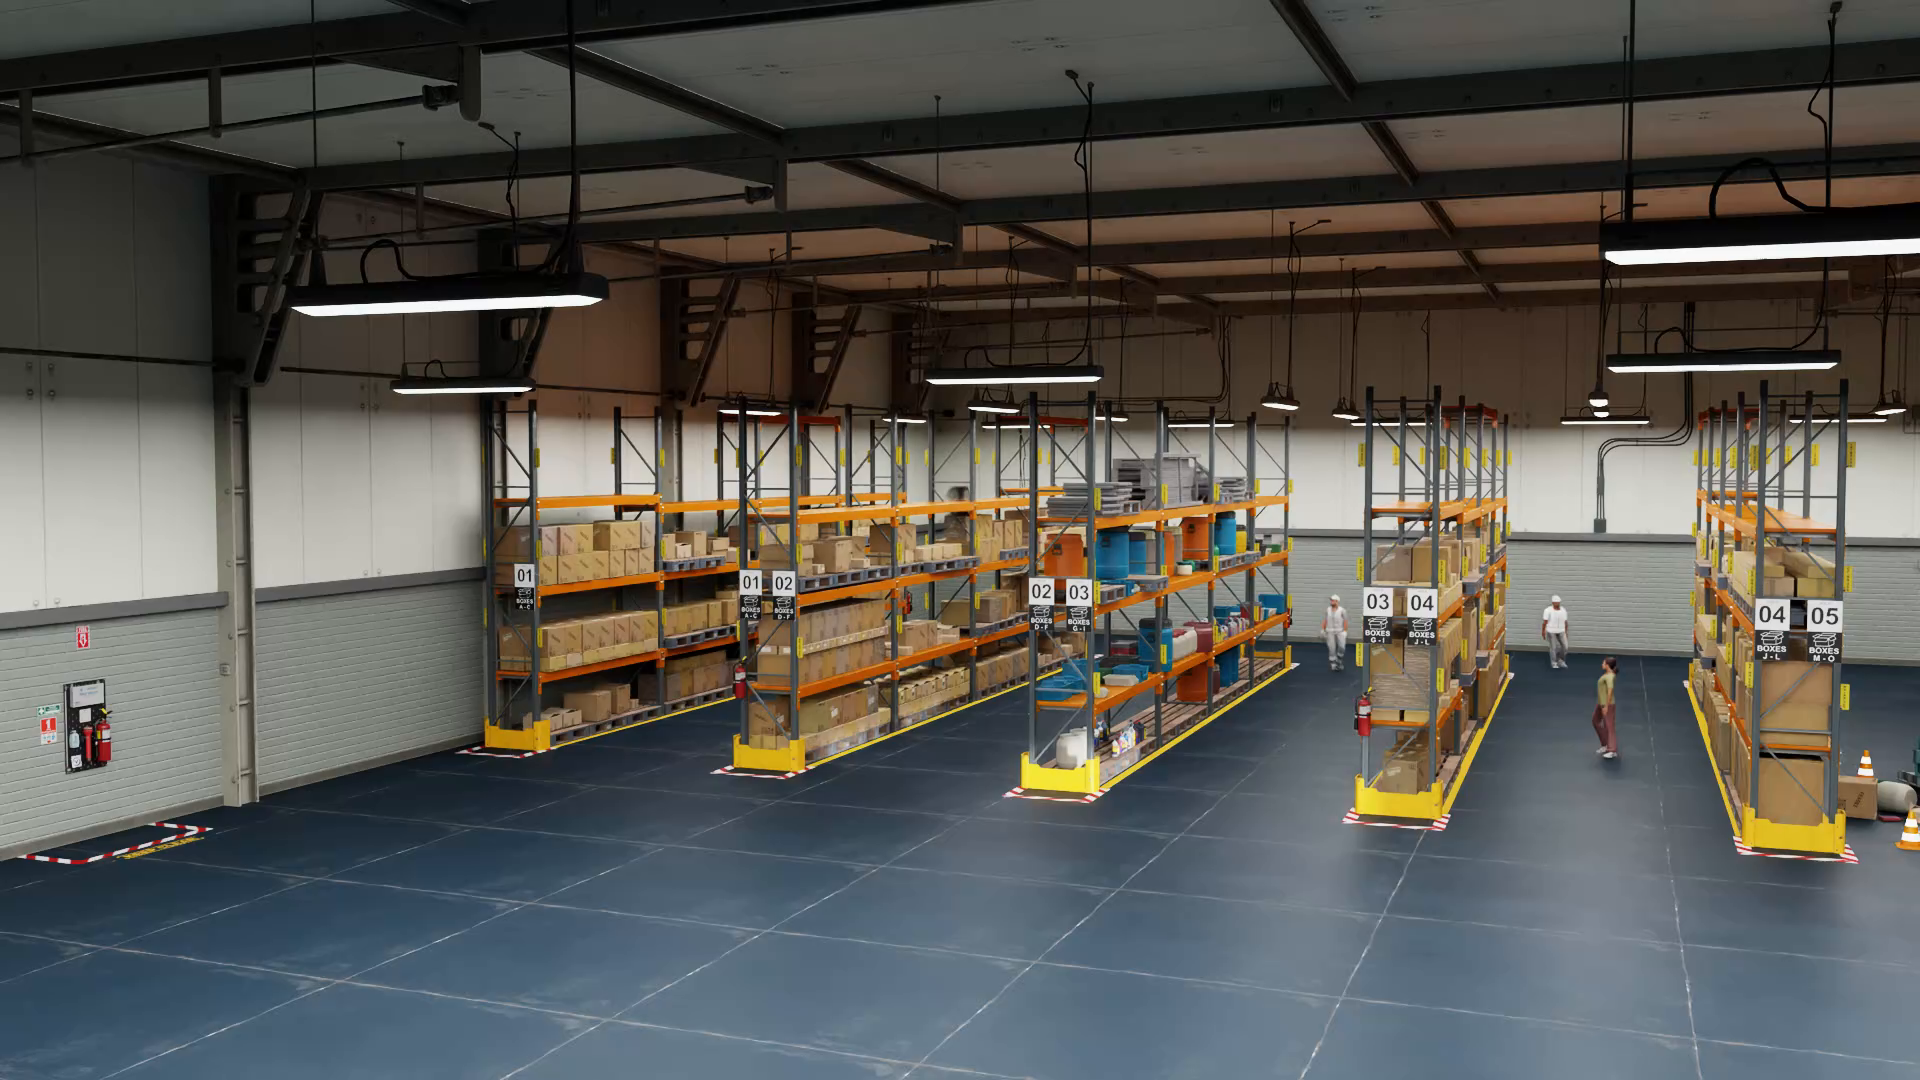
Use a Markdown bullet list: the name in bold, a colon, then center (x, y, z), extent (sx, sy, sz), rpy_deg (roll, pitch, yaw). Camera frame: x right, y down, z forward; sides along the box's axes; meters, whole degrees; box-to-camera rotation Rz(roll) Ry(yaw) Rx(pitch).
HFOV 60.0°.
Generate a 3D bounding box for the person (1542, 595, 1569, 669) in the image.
- **person**: center (14.129, 2.185, 39.463), extent (0.650, 1.767, 0.414), rpy_deg (0, 3, 0)

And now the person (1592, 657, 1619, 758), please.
- **person**: center (10.845, 2.790, 27.888), extent (0.350, 1.684, 0.602), rpy_deg (0, 3, 6)

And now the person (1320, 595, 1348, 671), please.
- **person**: center (8.745, 2.174, 38.886), extent (0.625, 1.775, 0.486), rpy_deg (0, 3, 7)
